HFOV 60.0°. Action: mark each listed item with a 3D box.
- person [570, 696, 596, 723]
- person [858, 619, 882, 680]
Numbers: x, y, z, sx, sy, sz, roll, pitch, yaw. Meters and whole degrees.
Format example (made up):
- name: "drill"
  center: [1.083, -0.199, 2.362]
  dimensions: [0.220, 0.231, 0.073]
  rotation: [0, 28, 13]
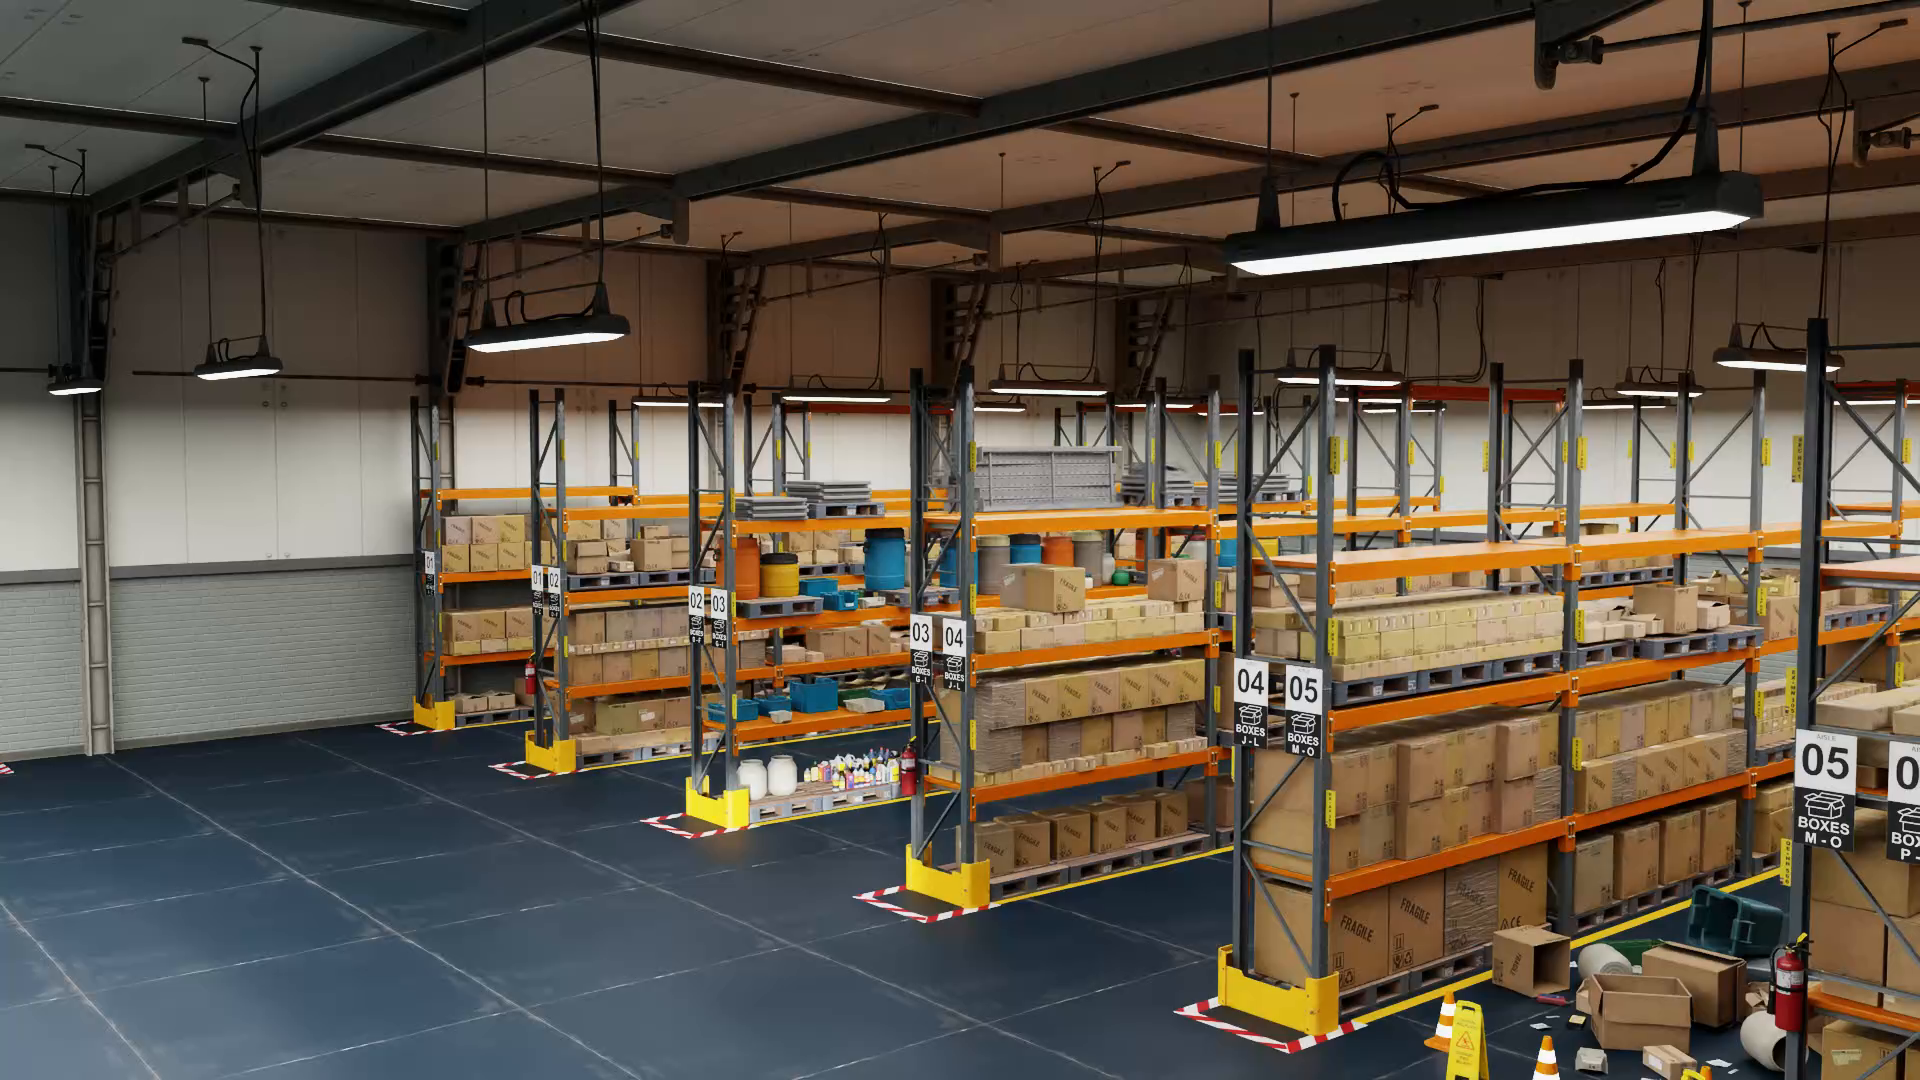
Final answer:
- name: "person"
  center: [-6.408, 2.602, 28.629]
  dimensions: [0.854, 1.806, 0.733]
  rotation: [-2, 4, -32]
- name: "person"
  center: [-1.846, 2.068, 33.010]
  dimensions: [0.536, 1.743, 0.730]
  rotation: [-3, 5, -43]
